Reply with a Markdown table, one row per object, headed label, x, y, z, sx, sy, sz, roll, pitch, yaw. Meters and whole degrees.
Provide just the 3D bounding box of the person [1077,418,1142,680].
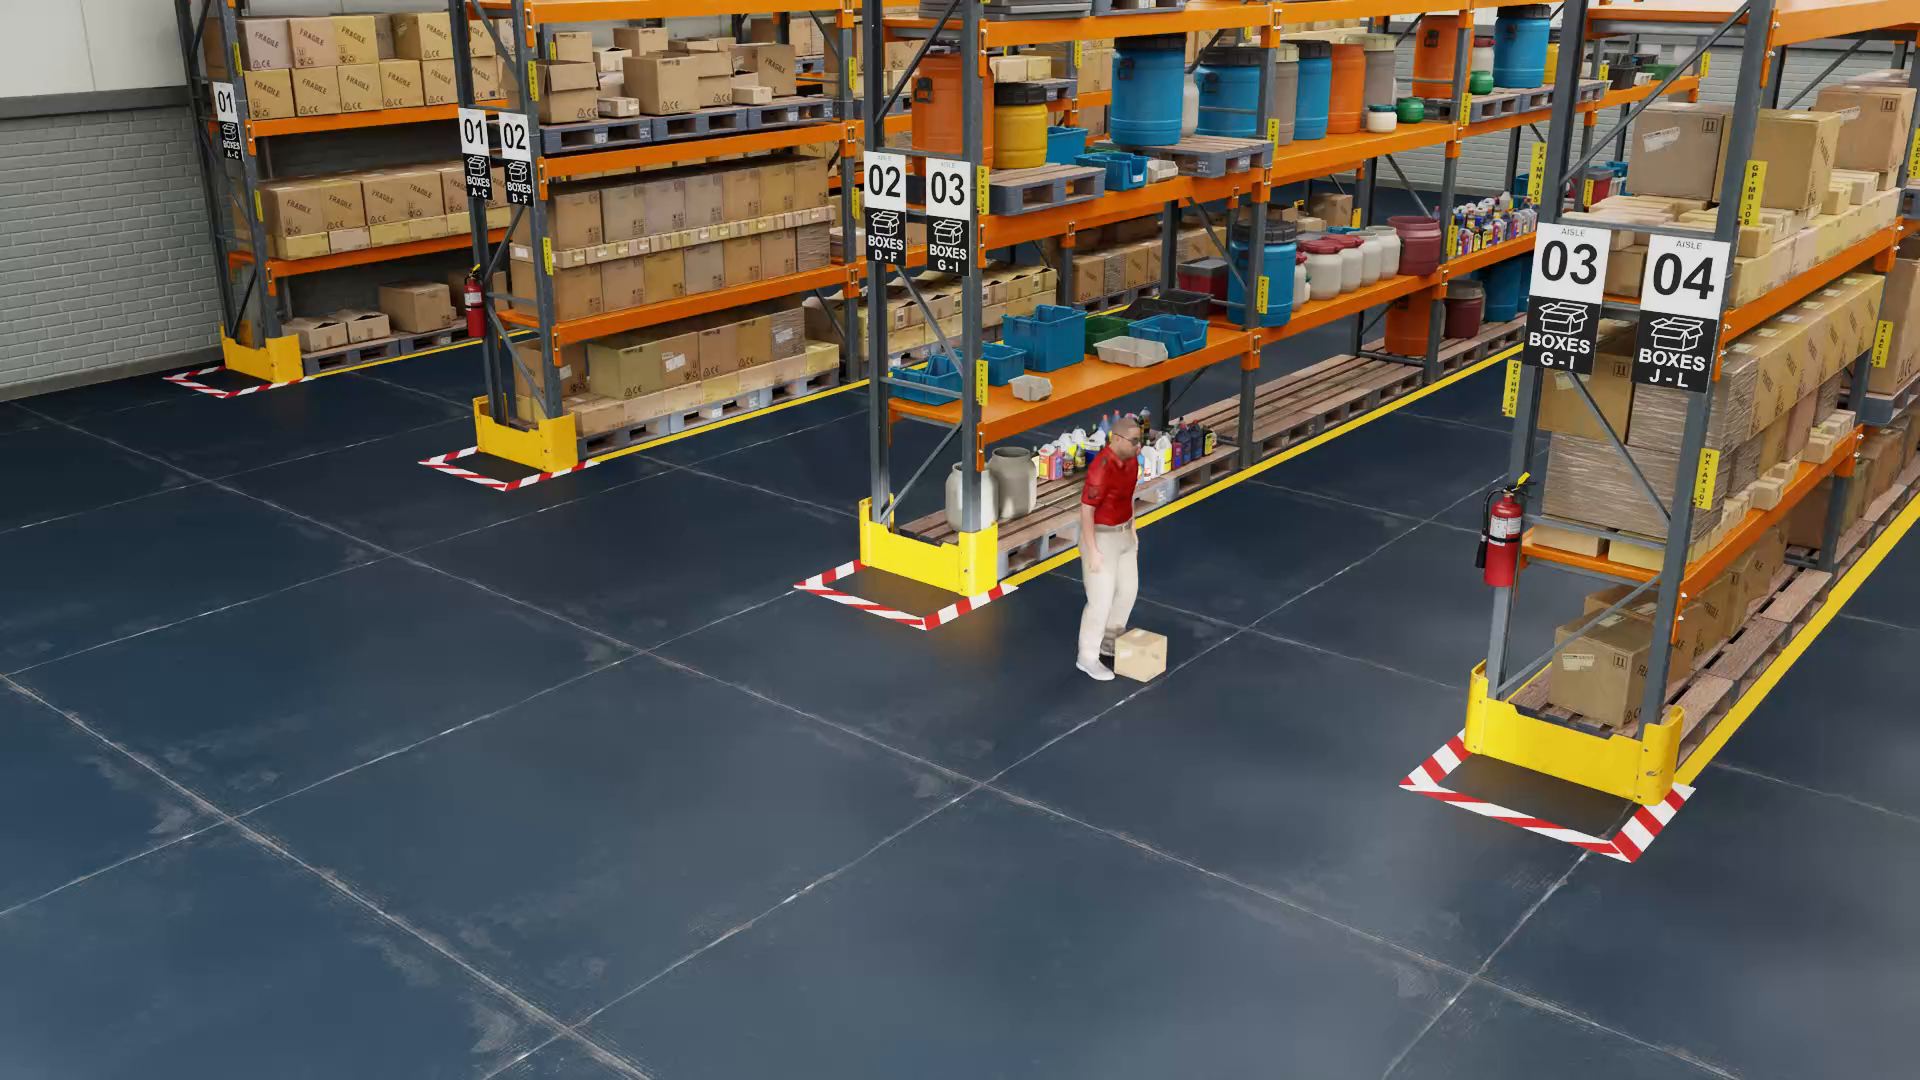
| label | x | y | z | sx | sy | sz | roll | pitch | yaw |
| --- | --- | --- | --- | --- | --- | --- | --- | --- | --- |
| person | 1.011 | 0.022 | 11.037 | 0.400 | 1.725 | 0.593 | 14 | 24 | 34 |
